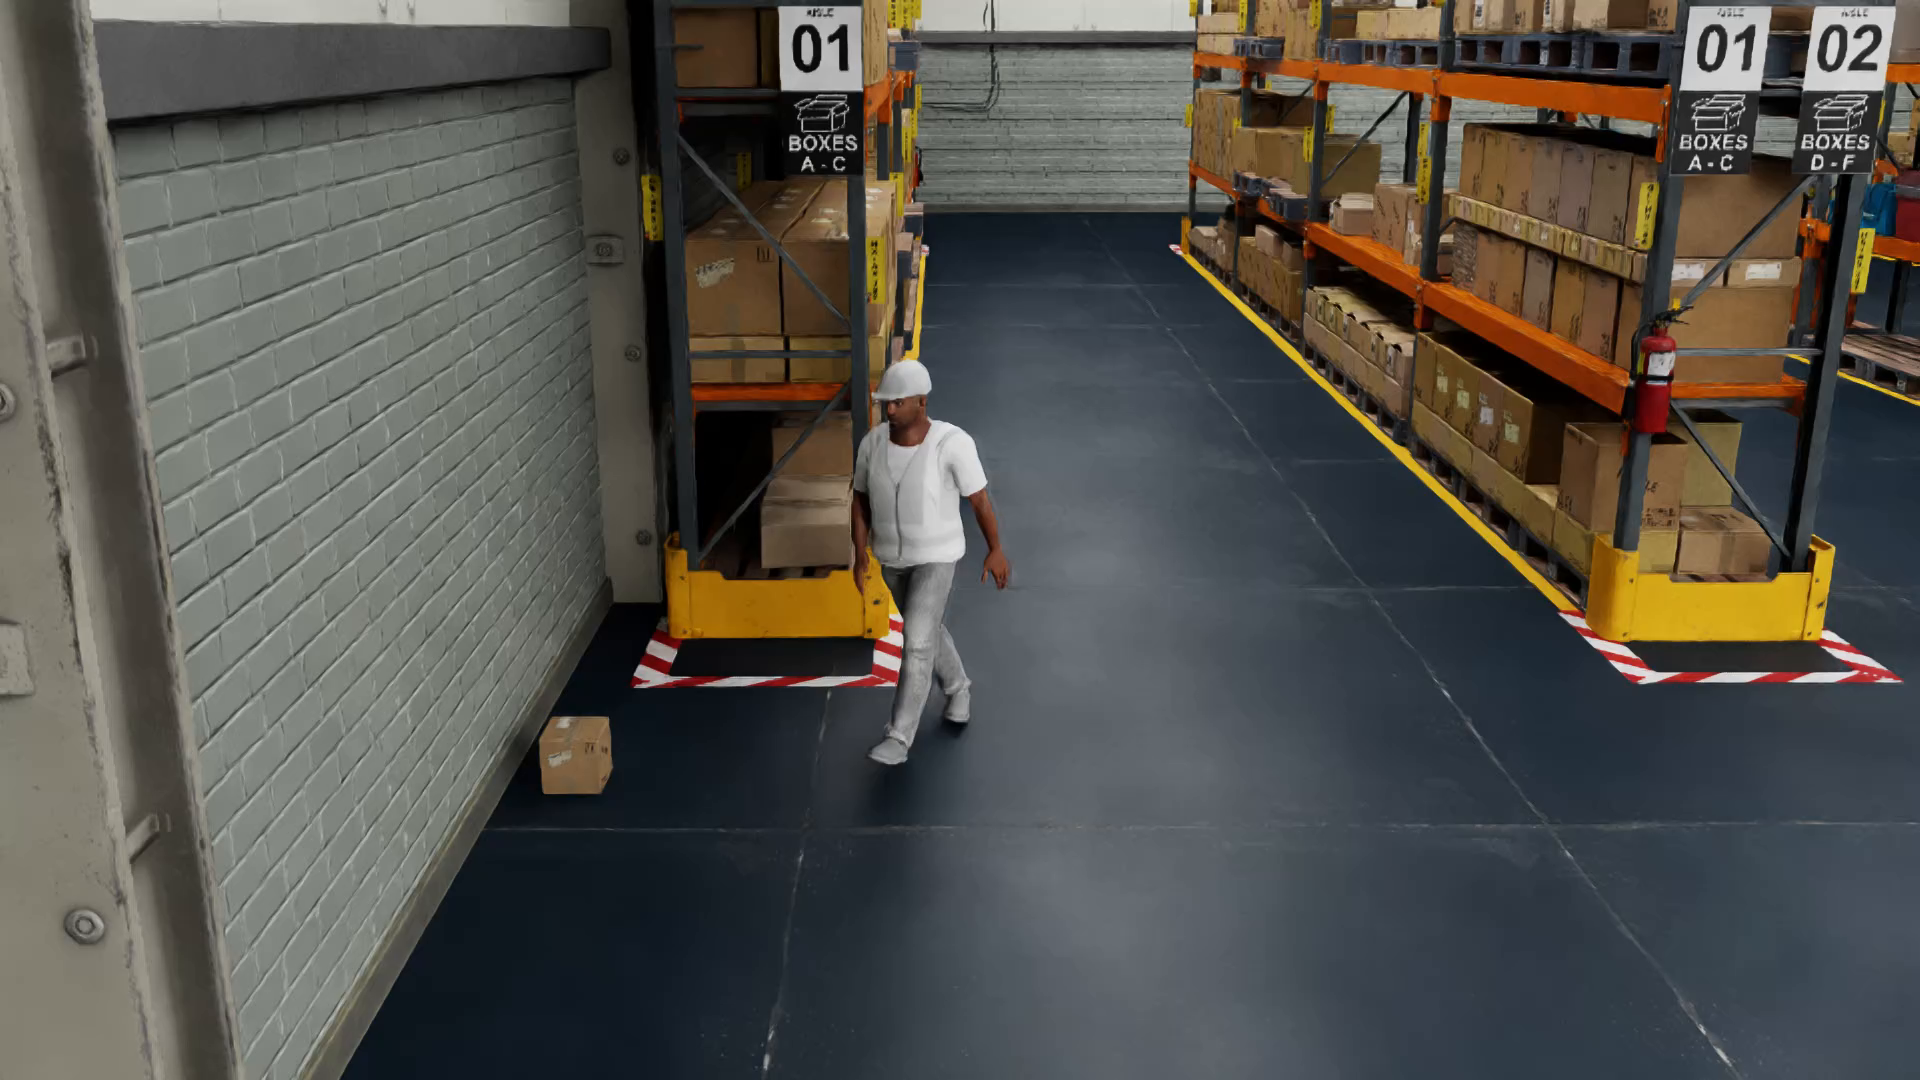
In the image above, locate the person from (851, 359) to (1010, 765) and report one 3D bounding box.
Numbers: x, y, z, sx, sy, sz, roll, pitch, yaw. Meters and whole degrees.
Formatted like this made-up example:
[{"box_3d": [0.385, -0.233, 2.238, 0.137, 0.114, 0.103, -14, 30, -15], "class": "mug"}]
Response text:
[{"box_3d": [-0.206, 0.080, 7.239, 0.653, 1.715, 0.994, 9, 19, 27], "class": "person"}]
